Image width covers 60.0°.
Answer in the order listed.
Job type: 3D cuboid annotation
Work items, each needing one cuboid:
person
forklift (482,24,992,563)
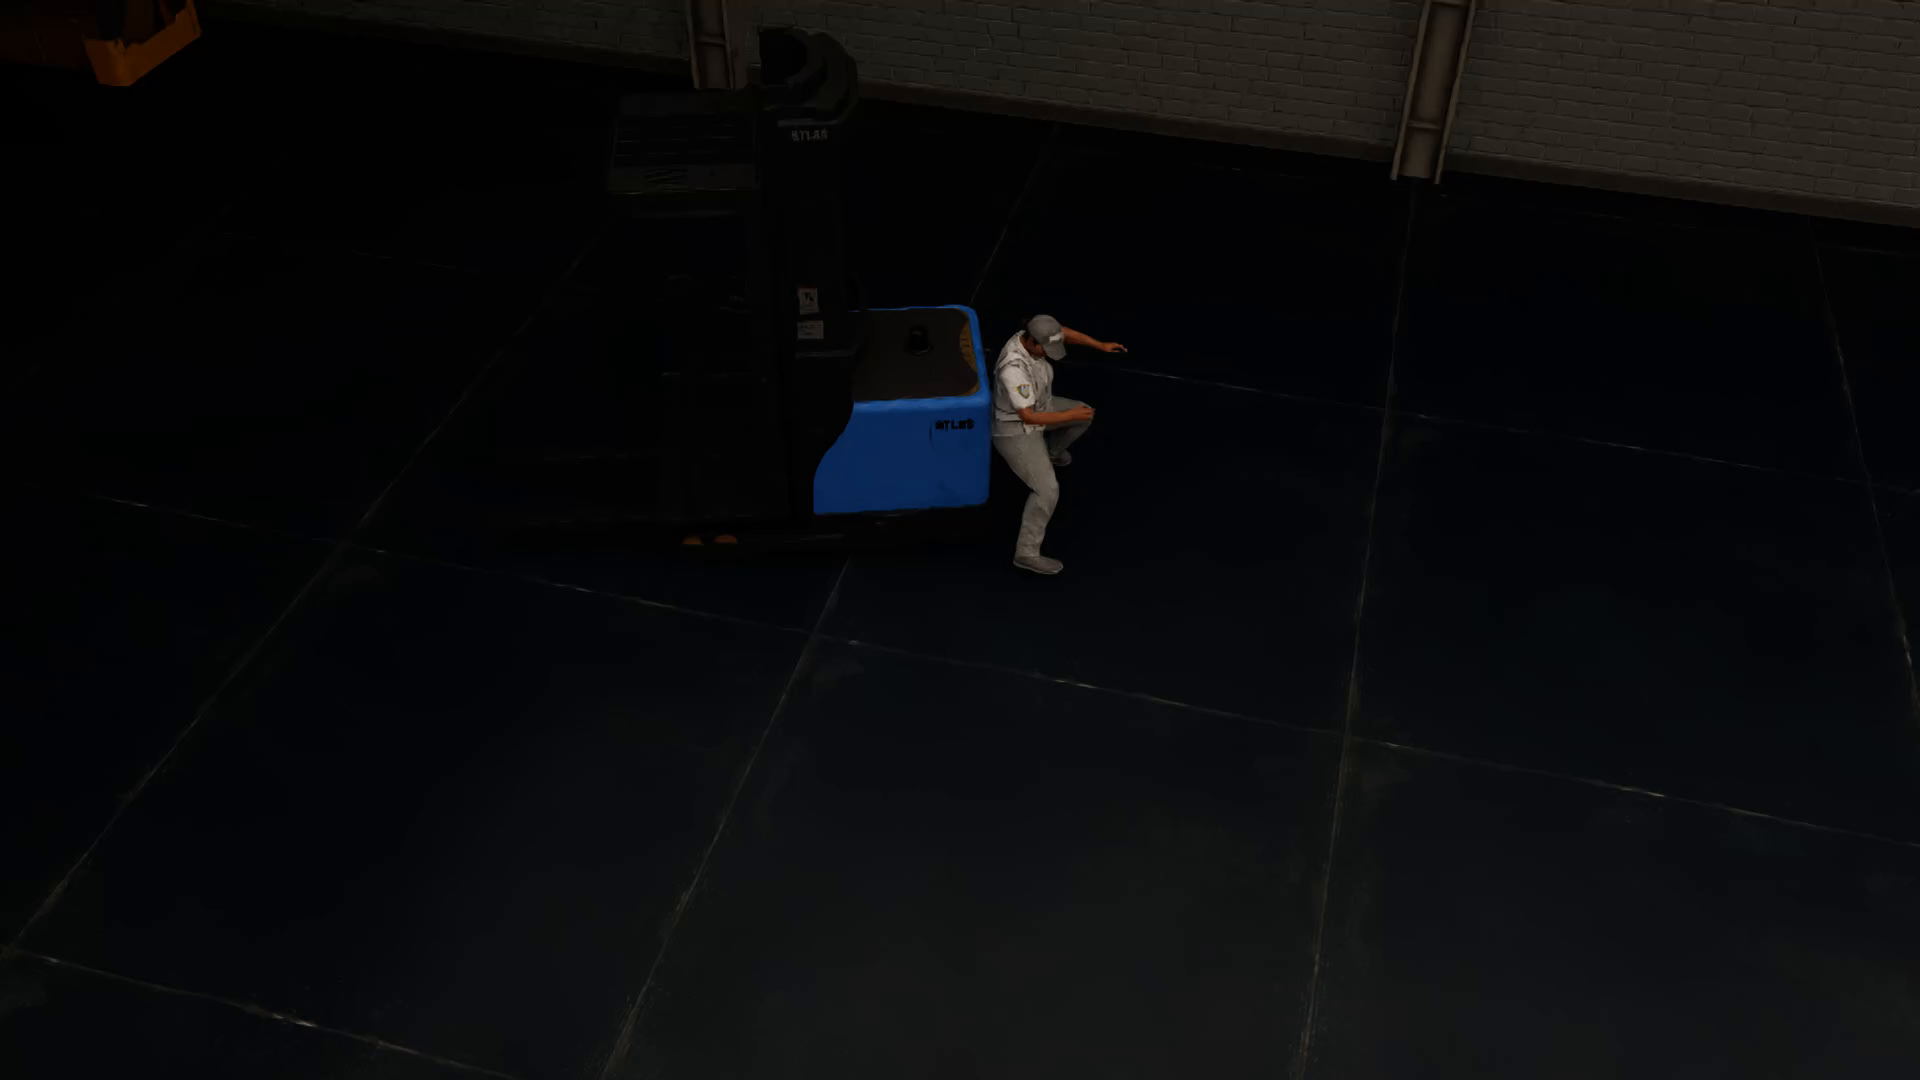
[{"bbox_3d":[0.512,-0.717,9.764,0.683,1.434,1.113,17,44,19],"label":"person"},{"bbox_3d":[-1.353,-1.331,9.380,3.031,2.935,1.130,-3,41,-4],"label":"forklift"}]
